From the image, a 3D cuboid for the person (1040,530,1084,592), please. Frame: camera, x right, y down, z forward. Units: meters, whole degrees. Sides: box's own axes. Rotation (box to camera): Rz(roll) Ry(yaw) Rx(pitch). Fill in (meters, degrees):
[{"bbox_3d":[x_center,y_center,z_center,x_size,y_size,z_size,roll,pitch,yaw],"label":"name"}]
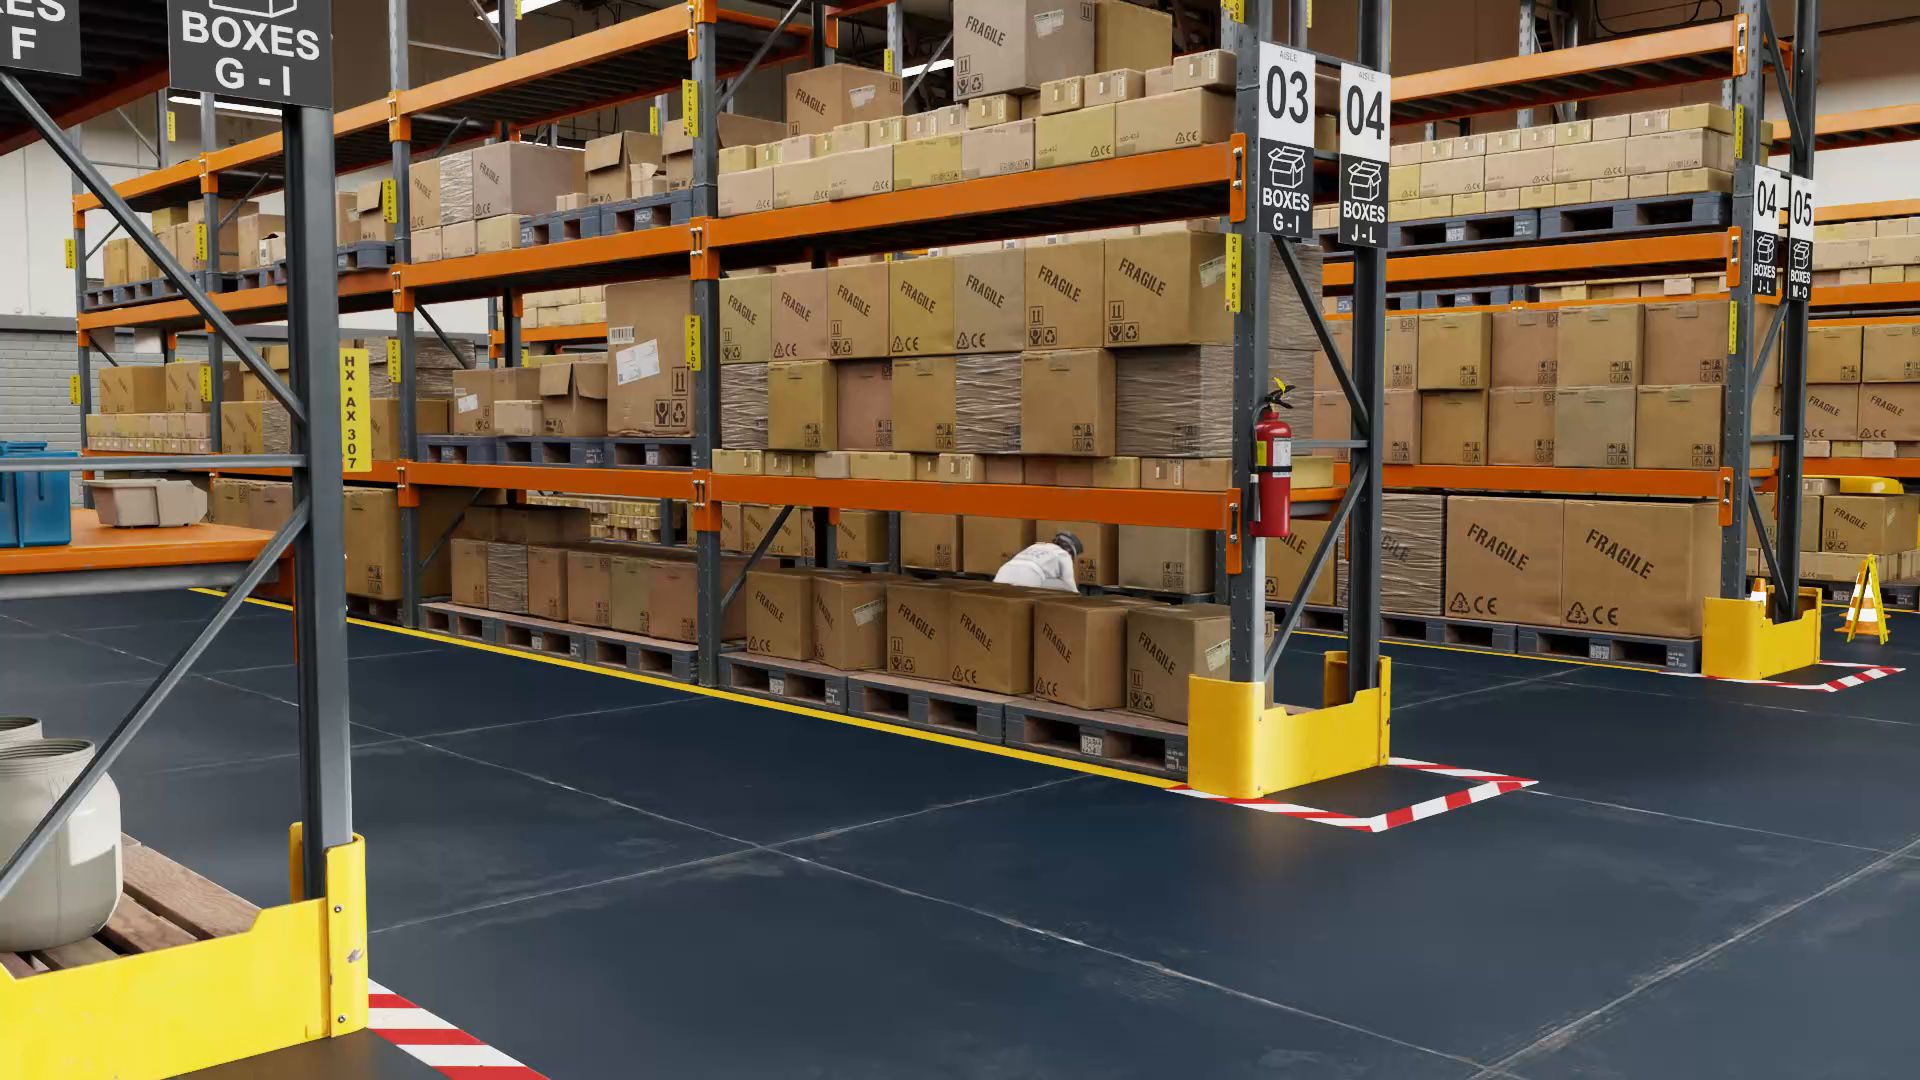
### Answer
[{"bbox_3d":[0.629,0.363,12.632,0.869,0.846,0.468,-4,6,-44],"label":"person"}]
